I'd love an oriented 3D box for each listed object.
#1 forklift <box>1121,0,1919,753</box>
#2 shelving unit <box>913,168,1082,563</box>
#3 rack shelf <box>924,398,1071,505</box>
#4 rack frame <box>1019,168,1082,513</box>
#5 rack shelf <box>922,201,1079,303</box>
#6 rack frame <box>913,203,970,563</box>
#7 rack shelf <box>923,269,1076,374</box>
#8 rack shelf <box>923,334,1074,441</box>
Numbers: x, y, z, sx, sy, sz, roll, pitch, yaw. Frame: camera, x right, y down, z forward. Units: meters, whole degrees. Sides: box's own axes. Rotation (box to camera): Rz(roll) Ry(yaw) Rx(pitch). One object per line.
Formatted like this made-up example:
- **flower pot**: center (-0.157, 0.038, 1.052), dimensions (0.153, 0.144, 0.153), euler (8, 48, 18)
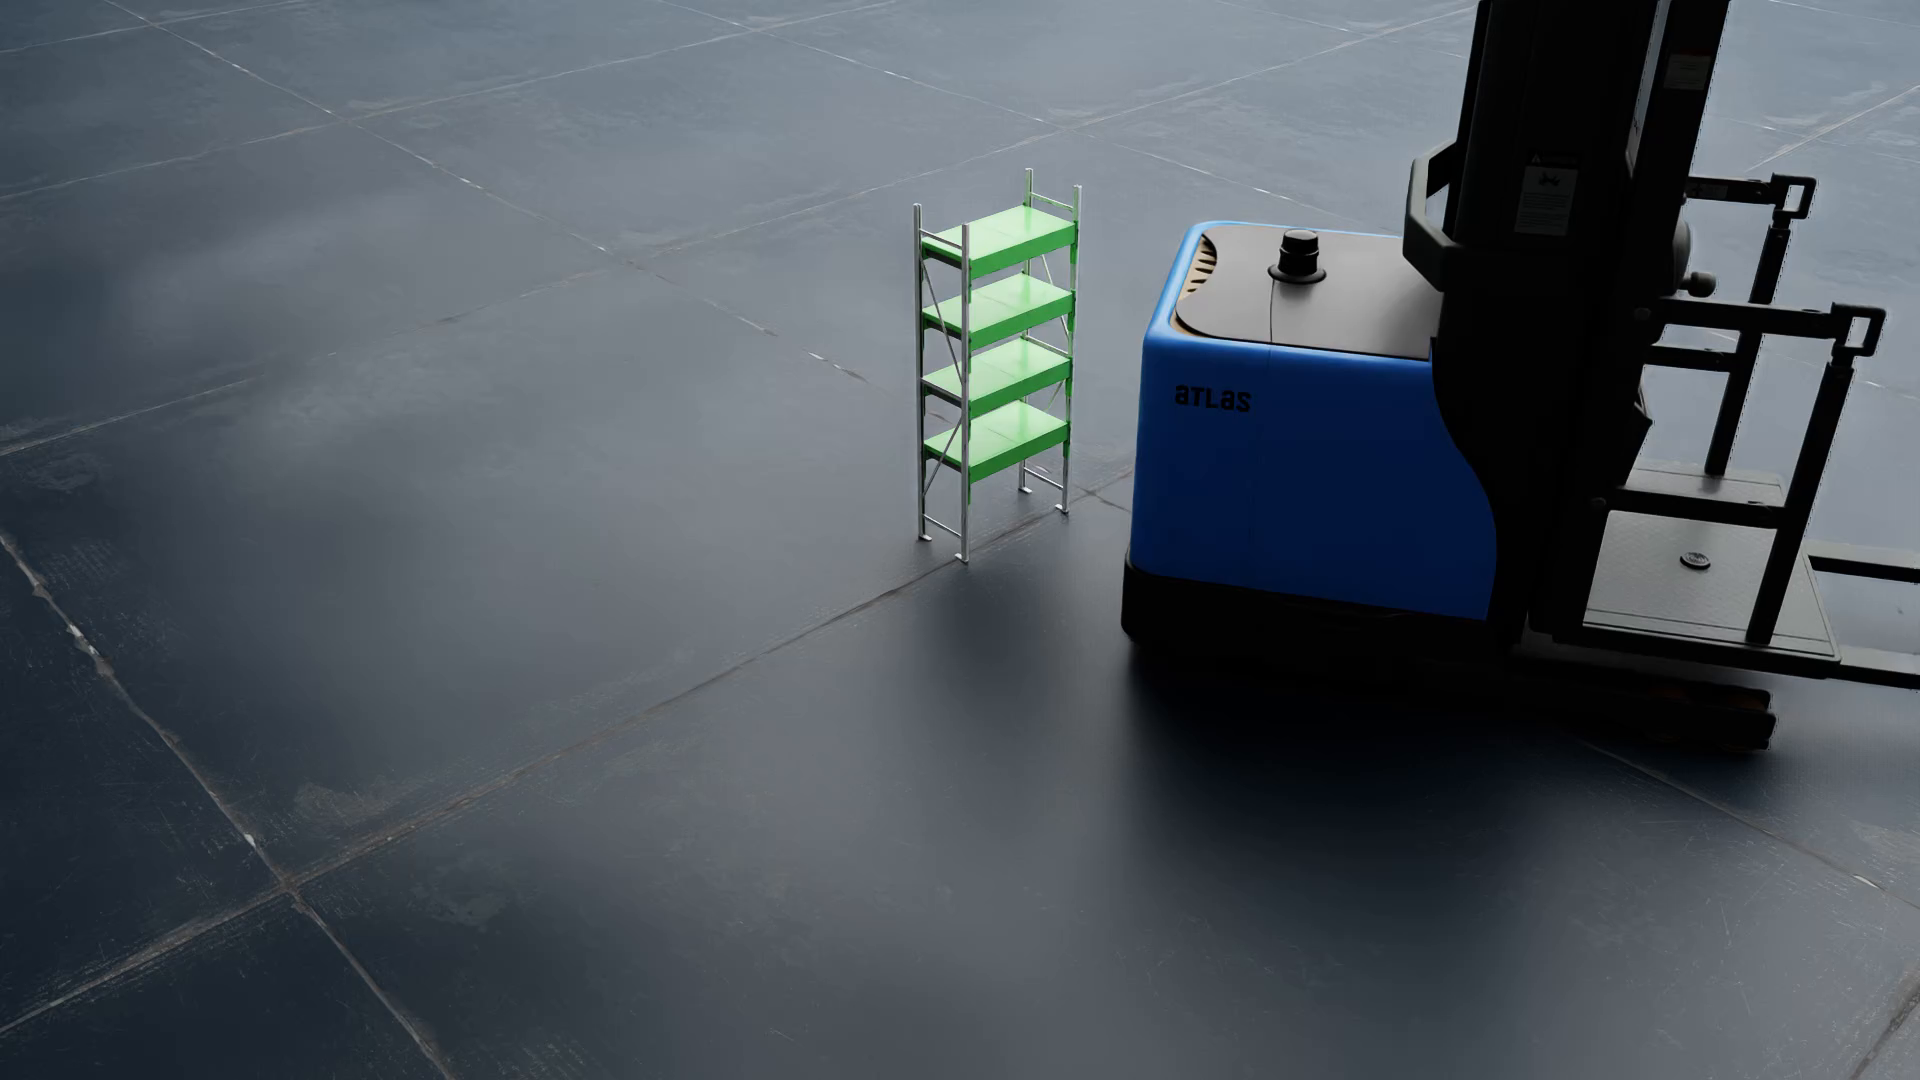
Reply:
- **forklift**: center (2.077, -0.949, 4.493), dimensions (3.031, 2.935, 1.130), euler (8, 32, 12)
- **shelving unit**: center (0.121, -0.571, 5.533), dimensions (0.503, 1.200, 0.258), euler (-26, 40, -35)
- **rack shelf**: center (0.121, -0.311, 5.692), dimensions (0.480, 0.148, 0.258), euler (-26, 40, -35)
- **rack frame**: center (0.300, -0.657, 5.675), dimensions (0.015, 1.200, 0.240), euler (-26, 40, -35)
- **rack shelf**: center (0.121, -0.926, 5.316), dimensions (0.480, 0.148, 0.258), euler (-26, 40, -35)
- **rack frame**: center (-0.058, -0.484, 5.391), dimensions (0.015, 1.200, 0.240), euler (-26, 40, -35)
- **rack shelf**: center (0.121, -0.721, 5.441), dimensions (0.480, 0.148, 0.258), euler (-26, 40, -35)
- **rack shelf**: center (0.121, -0.516, 5.566), dimensions (0.480, 0.148, 0.258), euler (-26, 40, -35)
